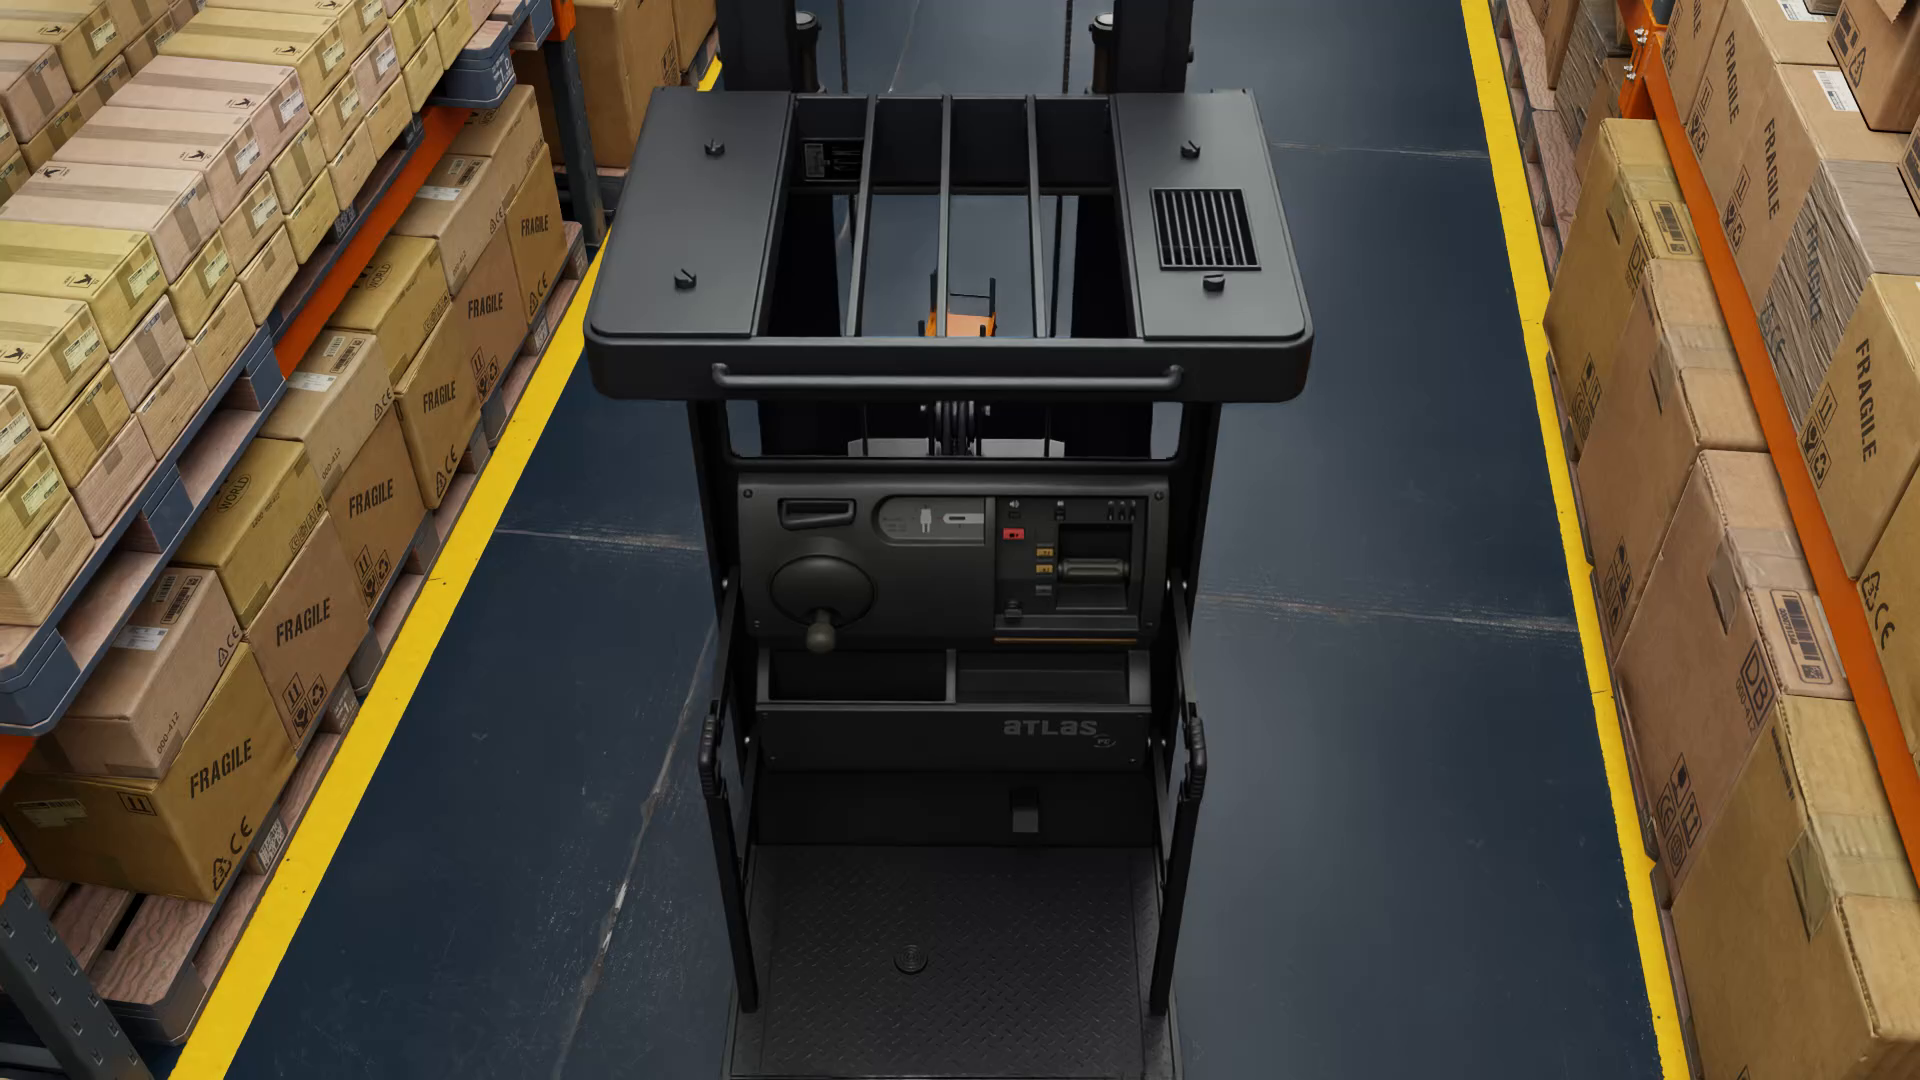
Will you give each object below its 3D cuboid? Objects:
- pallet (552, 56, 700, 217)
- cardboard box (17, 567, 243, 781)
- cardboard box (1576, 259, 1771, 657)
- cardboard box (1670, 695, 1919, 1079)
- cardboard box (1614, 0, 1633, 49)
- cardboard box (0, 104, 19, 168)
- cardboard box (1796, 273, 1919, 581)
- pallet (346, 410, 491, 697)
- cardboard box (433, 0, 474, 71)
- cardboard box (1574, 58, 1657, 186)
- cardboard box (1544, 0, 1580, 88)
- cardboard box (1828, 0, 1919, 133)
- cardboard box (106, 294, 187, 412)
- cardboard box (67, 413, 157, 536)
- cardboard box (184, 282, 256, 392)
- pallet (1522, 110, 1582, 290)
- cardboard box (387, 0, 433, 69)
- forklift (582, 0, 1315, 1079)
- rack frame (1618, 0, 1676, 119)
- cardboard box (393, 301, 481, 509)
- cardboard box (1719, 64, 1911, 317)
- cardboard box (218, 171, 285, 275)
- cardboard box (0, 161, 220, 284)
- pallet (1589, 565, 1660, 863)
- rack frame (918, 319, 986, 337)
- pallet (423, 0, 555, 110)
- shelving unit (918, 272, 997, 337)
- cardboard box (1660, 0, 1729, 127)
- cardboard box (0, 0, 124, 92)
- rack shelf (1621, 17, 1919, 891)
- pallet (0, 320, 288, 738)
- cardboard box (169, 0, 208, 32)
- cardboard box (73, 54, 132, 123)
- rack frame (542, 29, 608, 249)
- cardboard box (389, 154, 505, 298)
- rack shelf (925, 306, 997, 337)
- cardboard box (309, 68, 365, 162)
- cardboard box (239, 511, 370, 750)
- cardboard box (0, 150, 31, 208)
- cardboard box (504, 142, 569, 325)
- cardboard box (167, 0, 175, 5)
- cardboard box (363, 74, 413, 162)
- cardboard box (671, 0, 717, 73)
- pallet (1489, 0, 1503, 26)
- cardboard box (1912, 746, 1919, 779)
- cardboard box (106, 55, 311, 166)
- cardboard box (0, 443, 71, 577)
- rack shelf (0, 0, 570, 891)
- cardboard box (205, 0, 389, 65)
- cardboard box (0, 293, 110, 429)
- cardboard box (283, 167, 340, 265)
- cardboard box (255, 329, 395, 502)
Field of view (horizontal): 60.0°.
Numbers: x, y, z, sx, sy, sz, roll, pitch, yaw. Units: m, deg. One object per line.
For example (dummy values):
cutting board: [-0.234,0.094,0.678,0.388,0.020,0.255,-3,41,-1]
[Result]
pallet: [-1.836,-1.928,7.632,1.003,0.211,1.213,5,44,6]
cardboard box: [-2.185,0.320,4.198,0.500,0.250,0.500,3,44,4]
cardboard box: [2.650,-0.196,5.015,1.225,0.875,0.875,5,44,6]
cardboard box: [2.424,1.017,3.734,1.225,0.875,0.875,5,44,6]
cardboard box: [3.007,-2.236,6.883,0.500,0.250,0.500,10,44,10]
cardboard box: [-2.543,-0.957,4.024,0.380,0.149,0.250,4,44,4]
cardboard box: [2.284,-0.237,3.746,0.500,0.500,0.500,5,44,5]
pallet: [-2.284,-0.036,5.634,1.003,0.211,1.213,5,44,6]
cardboard box: [-1.730,-1.579,5.113,0.380,0.149,0.250,5,44,5]
cardboard box: [2.956,-1.600,6.757,0.700,0.500,0.500,3,44,3]
cardboard box: [3.085,-2.367,7.566,0.700,0.500,0.500,9,44,9]
cardboard box: [2.686,-1.350,4.192,0.797,0.503,0.637,6,44,6]
cardboard box: [-1.970,-0.432,3.686,0.380,0.149,0.250,6,44,7]
cardboard box: [-2.005,-0.161,3.616,0.380,0.149,0.250,6,44,6]
cardboard box: [-1.934,-0.502,3.976,0.380,0.149,0.250,6,44,6]
pallet: [2.992,-1.410,7.085,1.003,0.211,1.213,5,44,6]
cardboard box: [-1.764,-1.499,4.813,0.380,0.149,0.250,5,44,5]
forklift: [-0.014,0.142,3.469,1.130,2.935,3.031,0,43,0]
rack frame: [2.888,-1.890,5.564,1.000,3.000,0.127,5,44,6]
cardboard box: [-1.969,-0.467,5.574,0.500,0.500,0.500,3,44,4]
cardboard box: [2.424,-0.919,4.466,0.500,0.500,0.500,5,44,5]
cardboard box: [-1.903,-0.794,4.067,0.380,0.149,0.250,7,44,7]
cardboard box: [-1.933,-0.722,3.776,0.380,0.149,0.250,5,44,5]
pallet: [2.545,0.482,5.087,1.003,0.211,1.213,5,44,6]
rack frame: [-0.023,-0.262,5.263,0.200,1.050,0.008,5,44,6]
pallet: [-2.004,-1.845,5.656,1.213,0.211,1.003,5,44,6]
shelving unit: [-0.007,-0.345,5.351,0.215,1.050,0.252,5,44,6]
cardboard box: [2.554,-1.620,5.206,0.500,0.500,0.500,6,44,7]
cardboard box: [-2.477,-1.324,4.411,0.380,0.149,0.250,5,44,5]
rack shelf: [2.623,-0.266,4.372,1.077,0.370,4.000,5,44,6]
pallet: [-2.299,-0.122,3.836,1.003,0.211,1.213,5,44,6]
cardboard box: [-2.411,-1.559,4.876,0.380,0.149,0.250,5,44,6]
cardboard box: [-2.479,-1.206,4.503,0.380,0.149,0.250,7,44,7]
rack frame: [-2.015,-2.410,6.113,1.000,3.000,0.127,5,44,6]
cardboard box: [-1.902,-1.092,5.688,0.500,0.250,0.500,6,44,6]
rack shelf: [-0.007,-0.543,5.163,0.215,0.259,0.240,5,44,6]
cardboard box: [-1.831,-1.146,4.439,0.380,0.149,0.250,4,44,5]
cardboard box: [-2.115,0.231,4.837,0.500,0.500,0.500,7,44,7]
cardboard box: [-2.550,-0.854,4.132,0.380,0.149,0.250,3,44,3]
cardboard box: [-1.843,-1.182,6.329,0.500,0.500,0.500,5,44,5]
cardboard box: [-2.408,-1.674,4.781,0.380,0.149,0.250,7,44,7]
cardboard box: [-1.800,-1.219,4.733,0.380,0.149,0.250,6,44,7]
cardboard box: [-1.733,-2.748,7.802,1.050,0.750,0.750,6,44,6]
pallet: [3.315,-3.073,8.842,1.003,0.211,1.213,5,44,6]
cardboard box: [2.150,0.456,3.014,0.500,0.500,0.500,5,44,6]
cardboard box: [-1.866,-1.069,4.142,0.380,0.149,0.250,7,44,7]
cardboard box: [-2.036,-0.080,3.313,0.380,0.149,0.250,6,44,6]
rack shelf: [-2.280,-0.785,4.921,1.077,0.370,4.000,5,44,6]
cardboard box: [-1.799,-1.430,4.523,0.380,0.149,0.250,7,44,8]
cardboard box: [-2.005,-0.378,3.412,0.380,0.149,0.250,6,44,7]
cardboard box: [-1.869,-0.862,4.356,0.380,0.149,0.250,5,44,5]
cardboard box: [-2.045,-0.391,4.948,0.500,0.250,0.500,7,44,7]
